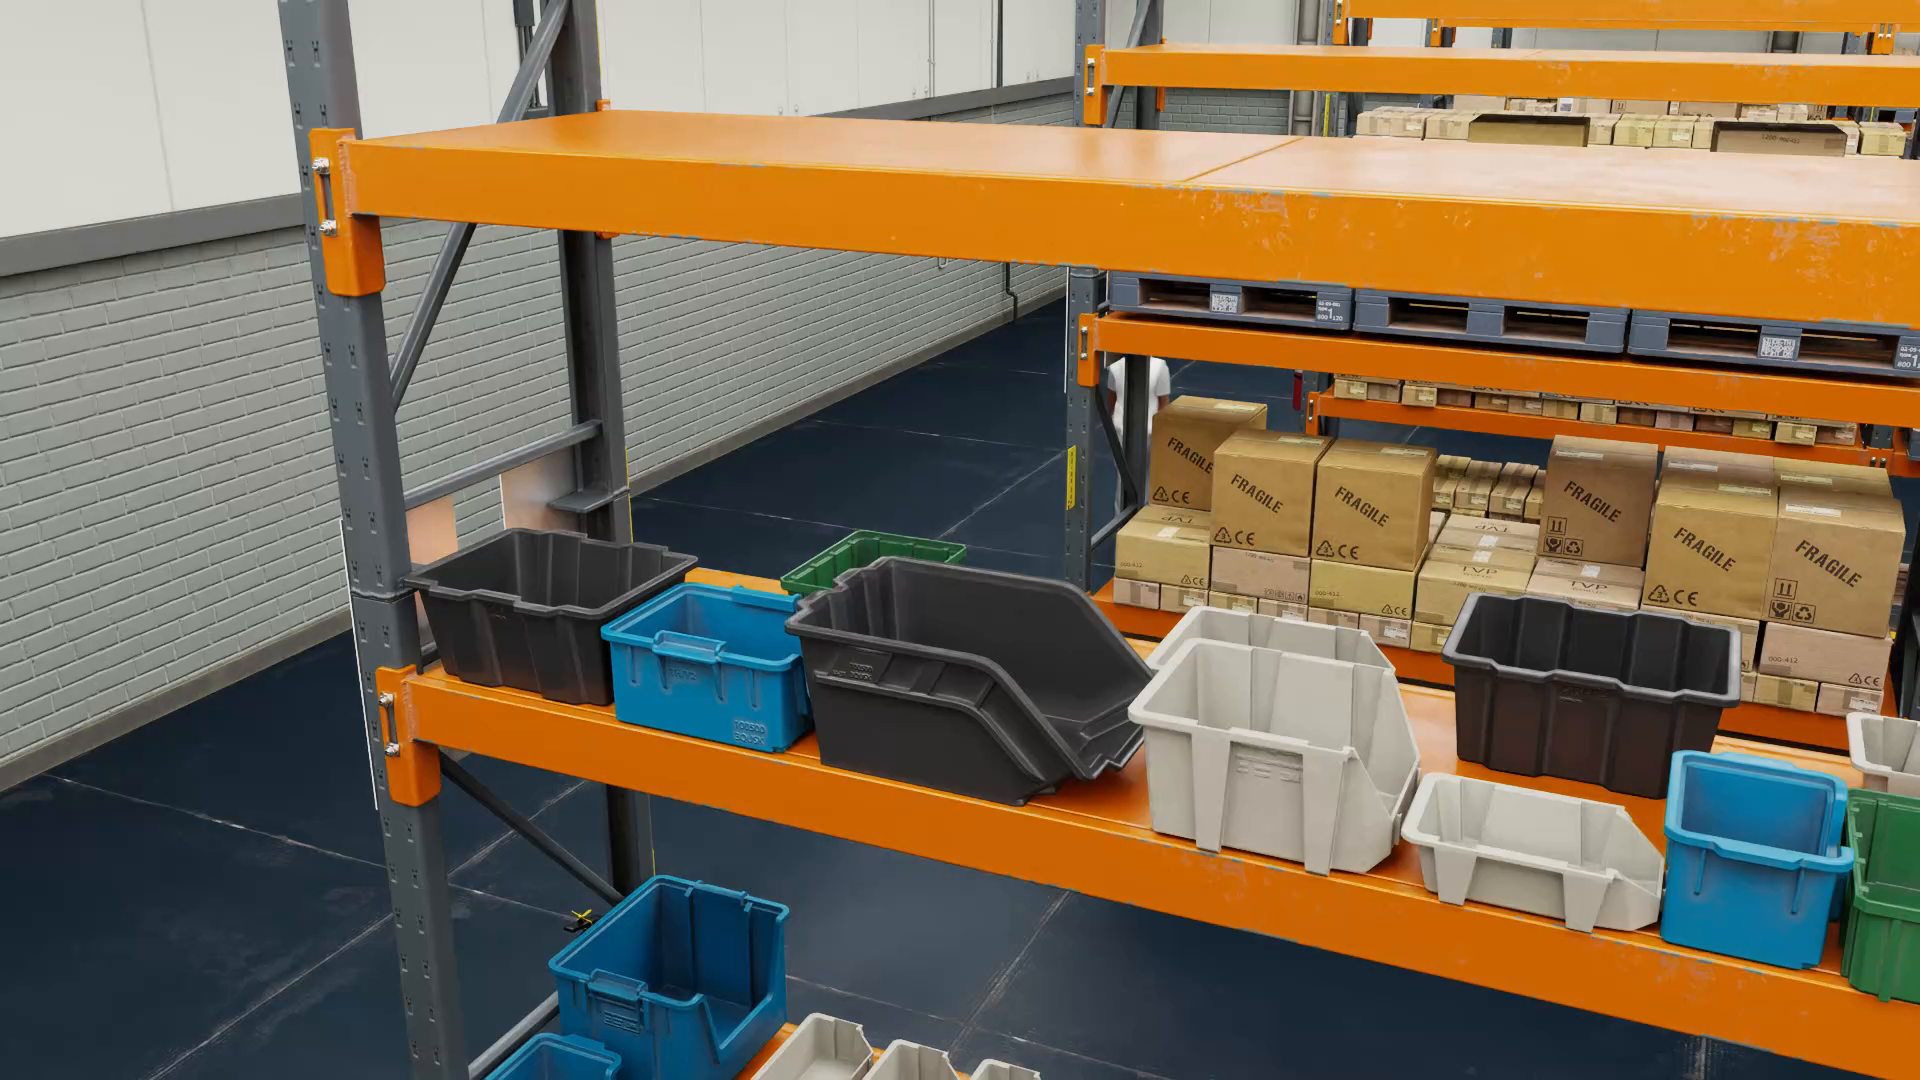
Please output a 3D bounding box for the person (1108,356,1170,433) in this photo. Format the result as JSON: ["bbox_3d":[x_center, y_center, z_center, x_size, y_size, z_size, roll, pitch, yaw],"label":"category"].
[{"bbox_3d":[1.504,-0.948,13.818,0.563,1.814,0.737,6,20,18],"label":"person"}]
